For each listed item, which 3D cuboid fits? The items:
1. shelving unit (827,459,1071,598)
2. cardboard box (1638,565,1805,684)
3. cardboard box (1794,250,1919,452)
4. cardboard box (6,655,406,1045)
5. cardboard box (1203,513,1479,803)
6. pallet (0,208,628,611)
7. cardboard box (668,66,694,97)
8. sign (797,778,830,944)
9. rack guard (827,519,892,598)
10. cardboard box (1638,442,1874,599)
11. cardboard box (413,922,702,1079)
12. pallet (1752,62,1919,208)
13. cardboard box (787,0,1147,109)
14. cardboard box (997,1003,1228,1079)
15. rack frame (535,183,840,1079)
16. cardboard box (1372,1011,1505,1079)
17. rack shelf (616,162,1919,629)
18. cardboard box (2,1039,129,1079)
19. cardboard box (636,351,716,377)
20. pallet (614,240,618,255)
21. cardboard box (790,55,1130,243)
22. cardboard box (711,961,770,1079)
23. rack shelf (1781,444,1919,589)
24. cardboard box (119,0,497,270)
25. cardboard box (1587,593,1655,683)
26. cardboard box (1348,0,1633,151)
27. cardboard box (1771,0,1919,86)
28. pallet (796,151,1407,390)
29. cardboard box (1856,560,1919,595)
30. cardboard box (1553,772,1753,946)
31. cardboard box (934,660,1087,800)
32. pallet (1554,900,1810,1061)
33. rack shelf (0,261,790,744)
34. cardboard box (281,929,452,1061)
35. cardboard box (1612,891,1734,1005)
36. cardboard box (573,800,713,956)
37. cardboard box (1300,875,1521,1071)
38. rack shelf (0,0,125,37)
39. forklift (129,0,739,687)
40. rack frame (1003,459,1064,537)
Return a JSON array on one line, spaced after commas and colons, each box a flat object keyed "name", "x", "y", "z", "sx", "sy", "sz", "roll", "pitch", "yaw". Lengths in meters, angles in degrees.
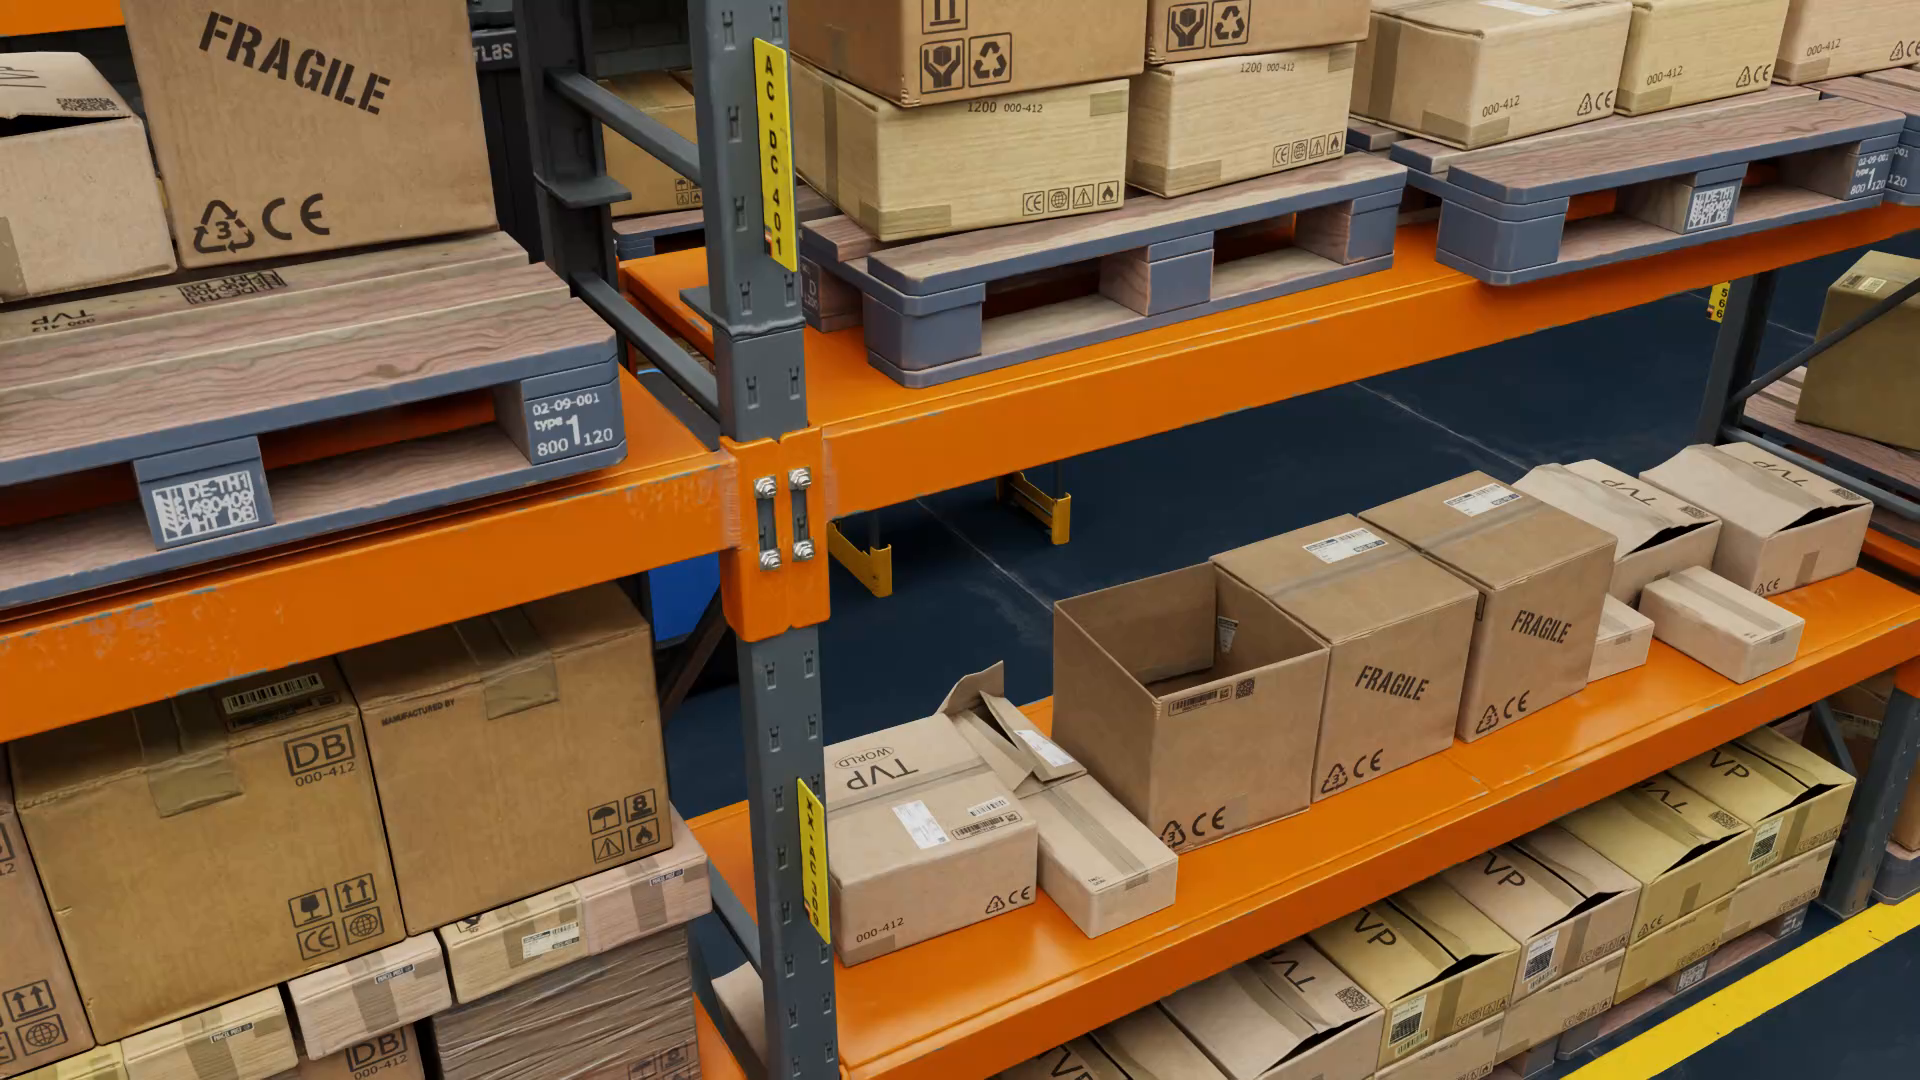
[{"name": "shelving unit", "x": -0.066, "y": -0.638, "z": 7.854, "sx": 1.083, "sy": 1.500, "sz": 0.587, "roll": -16, "pitch": 33, "yaw": -26}, {"name": "cardboard box", "x": 2.260, "y": 0.247, "z": 4.958, "sx": 0.250, "sy": 0.149, "sz": 0.380, "roll": -16, "pitch": 33, "yaw": -26}, {"name": "cardboard box", "x": 3.381, "y": -0.627, "z": 5.743, "sx": 0.700, "sy": 0.500, "sz": 0.500, "roll": 22, "pitch": 36, "yaw": 34}, {"name": "cardboard box", "x": -1.368, "y": 0.405, "z": 2.966, "sx": 0.500, "sy": 0.500, "sz": 0.700, "roll": -16, "pitch": 33, "yaw": -26}, {"name": "cardboard box", "x": 1.003, "y": 0.304, "z": 4.490, "sx": 0.500, "sy": 0.500, "sz": 0.500, "roll": -16, "pitch": 33, "yaw": -26}, {"name": "pallet", "x": -1.276, "y": -0.274, "z": 2.629, "sx": 1.213, "sy": 0.211, "sz": 1.003, "roll": -16, "pitch": 33, "yaw": -26}, {"name": "cardboard box", "x": -1.080, "y": -2.064, "z": 8.326, "sx": 0.500, "sy": 0.500, "sz": 0.700, "roll": -16, "pitch": 33, "yaw": -26}, {"name": "sign", "x": -0.271, "y": 0.598, "z": 3.084, "sx": 0.005, "sy": 0.325, "sz": 0.100, "roll": -16, "pitch": 33, "yaw": -26}, {"name": "rack guard", "x": -0.495, "y": 0.031, "z": 7.935, "sx": 0.087, "sy": 0.250, "sz": 0.587, "roll": -16, "pitch": 33, "yaw": -26}, {"name": "cardboard box", "x": 2.560, "y": -0.088, "z": 5.398, "sx": 0.500, "sy": 0.311, "sz": 0.500, "roll": -14, "pitch": 32, "yaw": -23}, {"name": "cardboard box", "x": -0.933, "y": 0.848, "z": 3.505, "sx": 0.500, "sy": 0.500, "sz": 0.700, "roll": -17, "pitch": 33, "yaw": -28}, {"name": "pallet", "x": 2.356, "y": -1.225, "z": 4.457, "sx": 1.003, "sy": 0.211, "sz": 1.213, "roll": -14, "pitch": 32, "yaw": -24}, {"name": "cardboard box", "x": -0.001, "y": -1.113, "z": 3.003, "sx": 0.500, "sy": 0.500, "sz": 0.500, "roll": -15, "pitch": 32, "yaw": -26}, {"name": "cardboard box", "x": 0.363, "y": 1.438, "z": 4.371, "sx": 0.500, "sy": 0.311, "sz": 0.500, "roll": -16, "pitch": 33, "yaw": -27}, {"name": "rack frame", "x": -0.553, "y": 0.781, "z": 3.730, "sx": 0.127, "sy": 3.000, "sz": 1.000, "roll": -16, "pitch": 33, "yaw": -26}, {"name": "cardboard box", "x": 1.246, "y": 1.429, "z": 4.968, "sx": 0.500, "sy": 0.250, "sz": 0.500, "roll": -15, "pitch": 32, "yaw": -25}, {"name": "rack shelf", "x": 1.171, "y": -0.707, "z": 4.067, "sx": 4.000, "sy": 0.370, "sz": 1.077, "roll": -16, "pitch": 33, "yaw": -26}, {"name": "cardboard box", "x": -1.557, "y": 0.857, "z": 2.817, "sx": 0.250, "sy": 0.149, "sz": 0.380, "roll": -16, "pitch": 33, "yaw": -27}, {"name": "cardboard box", "x": -1.559, "y": -0.823, "z": 8.768, "sx": 0.500, "sy": 0.500, "sz": 0.700, "roll": -15, "pitch": 32, "yaw": -26}, {"name": "pallet", "x": -2.333, "y": -1.324, "z": 7.744, "sx": 1.213, "sy": 0.211, "sz": 1.003, "roll": -16, "pitch": 33, "yaw": -26}, {"name": "cardboard box", "x": -0.017, "y": -0.797, "z": 3.207, "sx": 0.500, "sy": 0.250, "sz": 0.500, "roll": -12, "pitch": 31, "yaw": -21}, {"name": "cardboard box", "x": -0.349, "y": 1.337, "z": 4.554, "sx": 0.500, "sy": 0.311, "sz": 0.500, "roll": -16, "pitch": 33, "yaw": -26}, {"name": "rack shelf", "x": 4.620, "y": -0.373, "z": 6.566, "sx": 4.000, "sy": 0.370, "sz": 1.077, "roll": -16, "pitch": 33, "yaw": -26}, {"name": "cardboard box", "x": -1.121, "y": -0.808, "z": 2.822, "sx": 0.500, "sy": 0.500, "sz": 0.500, "roll": -13, "pitch": 31, "yaw": -22}, {"name": "cardboard box", "x": 1.824, "y": 0.247, "z": 4.957, "sx": 0.250, "sy": 0.149, "sz": 0.380, "roll": -13, "pitch": 32, "yaw": -23}, {"name": "cardboard box", "x": 1.126, "y": -1.093, "z": 3.742, "sx": 0.500, "sy": 0.250, "sz": 0.500, "roll": -19, "pitch": 34, "yaw": -30}, {"name": "cardboard box", "x": 2.090, "y": -1.359, "z": 4.225, "sx": 0.500, "sy": 0.250, "sz": 0.500, "roll": -15, "pitch": 32, "yaw": -25}, {"name": "pallet", "x": 0.201, "y": -0.670, "z": 3.453, "sx": 1.217, "sy": 0.209, "sz": 0.805, "roll": -17, "pitch": 33, "yaw": -28}, {"name": "cardboard box", "x": 3.629, "y": 0.033, "z": 6.441, "sx": 0.500, "sy": 0.250, "sz": 0.500, "roll": -15, "pitch": 32, "yaw": -24}, {"name": "cardboard box", "x": 2.124, "y": 0.937, "z": 5.278, "sx": 0.500, "sy": 0.311, "sz": 0.500, "roll": -16, "pitch": 33, "yaw": -27}, {"name": "cardboard box", "x": 0.112, "y": 0.548, "z": 4.292, "sx": 0.258, "sy": 0.266, "sz": 0.396, "roll": -17, "pitch": 33, "yaw": -28}, {"name": "pallet", "x": 2.166, "y": 1.208, "z": 5.843, "sx": 1.213, "sy": 0.211, "sz": 1.003, "roll": -16, "pitch": 33, "yaw": -26}, {"name": "rack shelf", "x": -2.278, "y": 0.272, "z": 2.292, "sx": 4.000, "sy": 0.370, "sz": 1.077, "roll": -16, "pitch": 33, "yaw": -26}, {"name": "cardboard box", "x": -1.118, "y": 0.734, "z": 3.041, "sx": 0.250, "sy": 0.149, "sz": 0.380, "roll": -17, "pitch": 33, "yaw": -28}, {"name": "cardboard box", "x": 2.123, "y": 1.180, "z": 5.419, "sx": 0.500, "sy": 0.250, "sz": 0.500, "roll": -16, "pitch": 33, "yaw": -27}, {"name": "cardboard box", "x": -0.679, "y": 0.609, "z": 3.267, "sx": 0.250, "sy": 0.149, "sz": 0.380, "roll": -16, "pitch": 33, "yaw": -26}, {"name": "cardboard box", "x": 1.254, "y": 1.181, "z": 4.836, "sx": 0.500, "sy": 0.311, "sz": 0.500, "roll": -15, "pitch": 32, "yaw": -25}, {"name": "rack shelf", "x": -4.790, "y": -1.791, "z": 6.030, "sx": 4.000, "sy": 0.370, "sz": 1.077, "roll": -16, "pitch": 33, "yaw": -26}, {"name": "forklift", "x": -2.307, "y": -0.569, "z": 6.247, "sx": 3.031, "sy": 2.935, "sz": 1.130, "roll": -16, "pitch": 33, "yaw": -27}, {"name": "rack frame", "x": 0.365, "y": -0.760, "z": 8.075, "sx": 0.032, "sy": 1.500, "sz": 0.500, "roll": -16, "pitch": 33, "yaw": -26}]
